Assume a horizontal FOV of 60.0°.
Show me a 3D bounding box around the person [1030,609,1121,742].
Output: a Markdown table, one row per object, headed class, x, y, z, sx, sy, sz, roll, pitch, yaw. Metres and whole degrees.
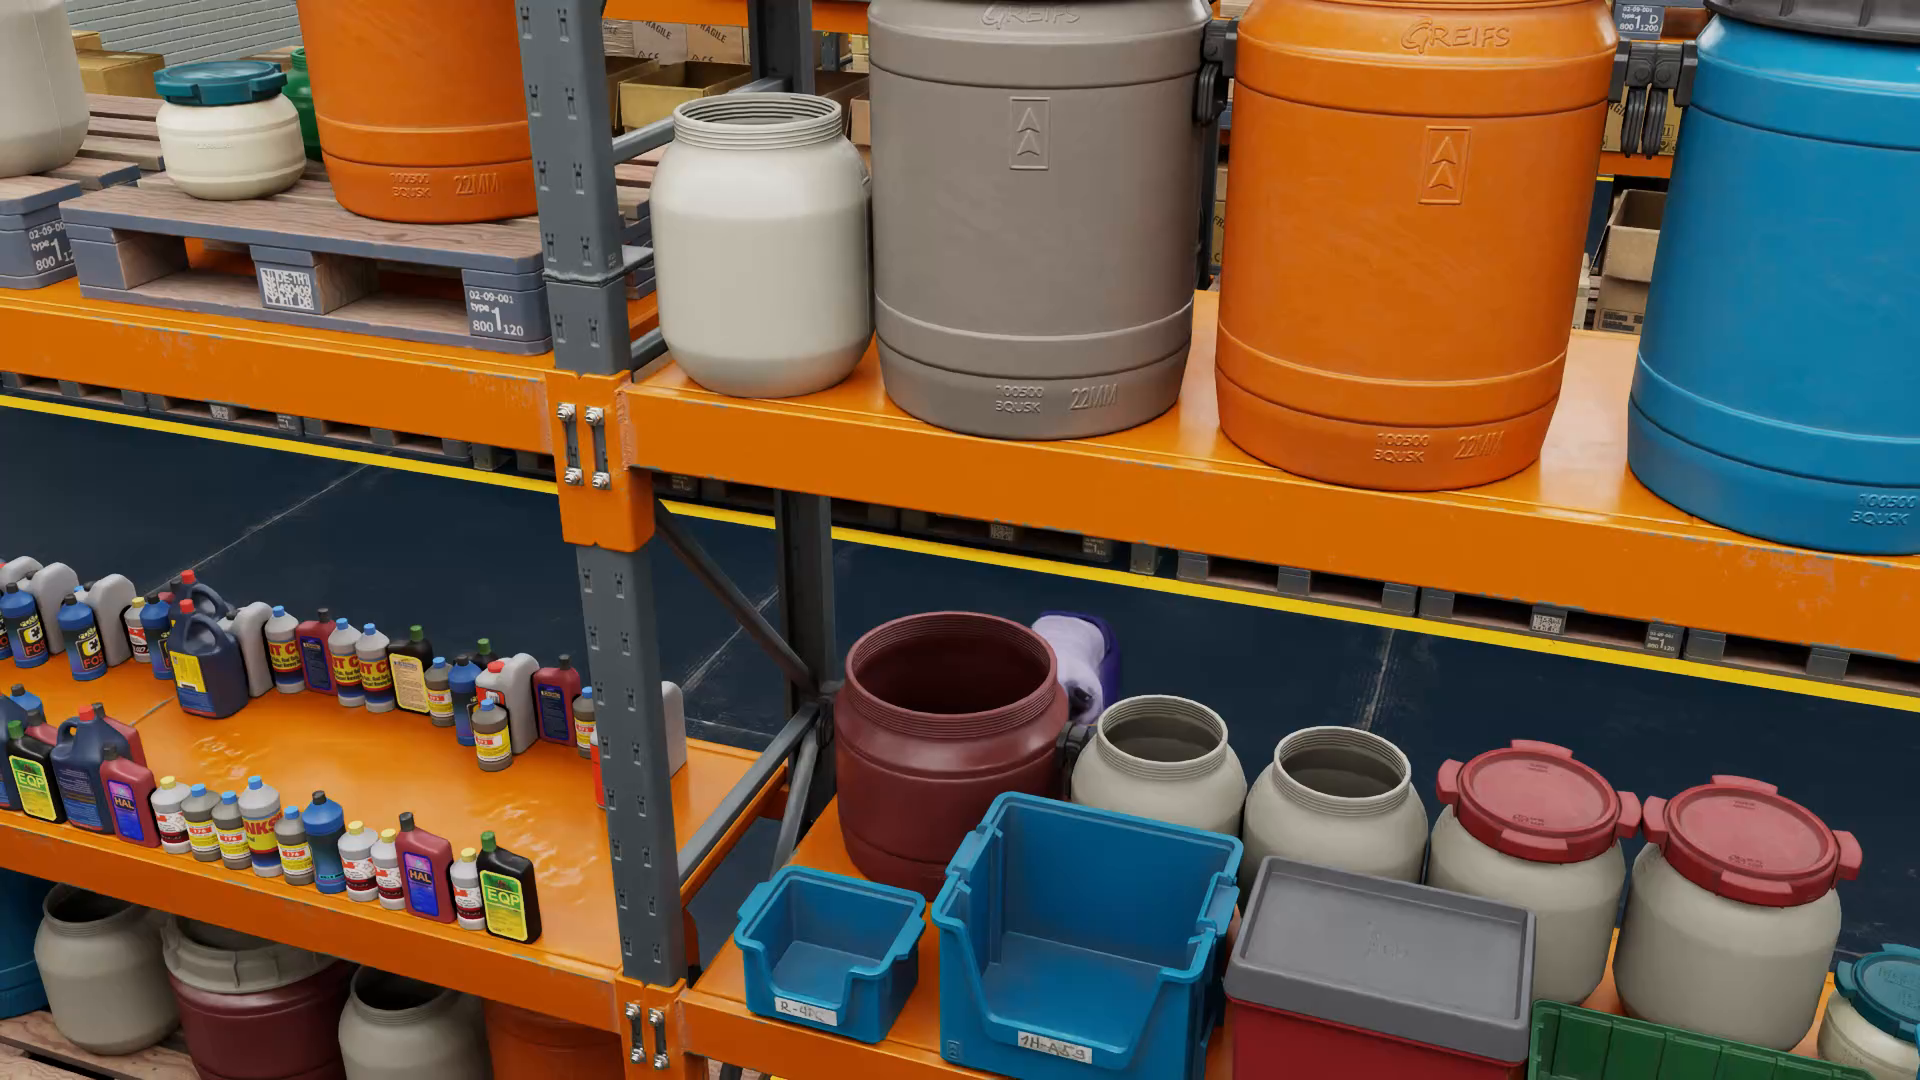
| class | x | y | z | sx | sy | sz | roll | pitch | yaw |
| --- | --- | --- | --- | --- | --- | --- | --- | --- | --- |
| person | 0.394 | 0.688 | 6.781 | 0.489 | 0.723 | 0.644 | 8 | 27 | 16 |
